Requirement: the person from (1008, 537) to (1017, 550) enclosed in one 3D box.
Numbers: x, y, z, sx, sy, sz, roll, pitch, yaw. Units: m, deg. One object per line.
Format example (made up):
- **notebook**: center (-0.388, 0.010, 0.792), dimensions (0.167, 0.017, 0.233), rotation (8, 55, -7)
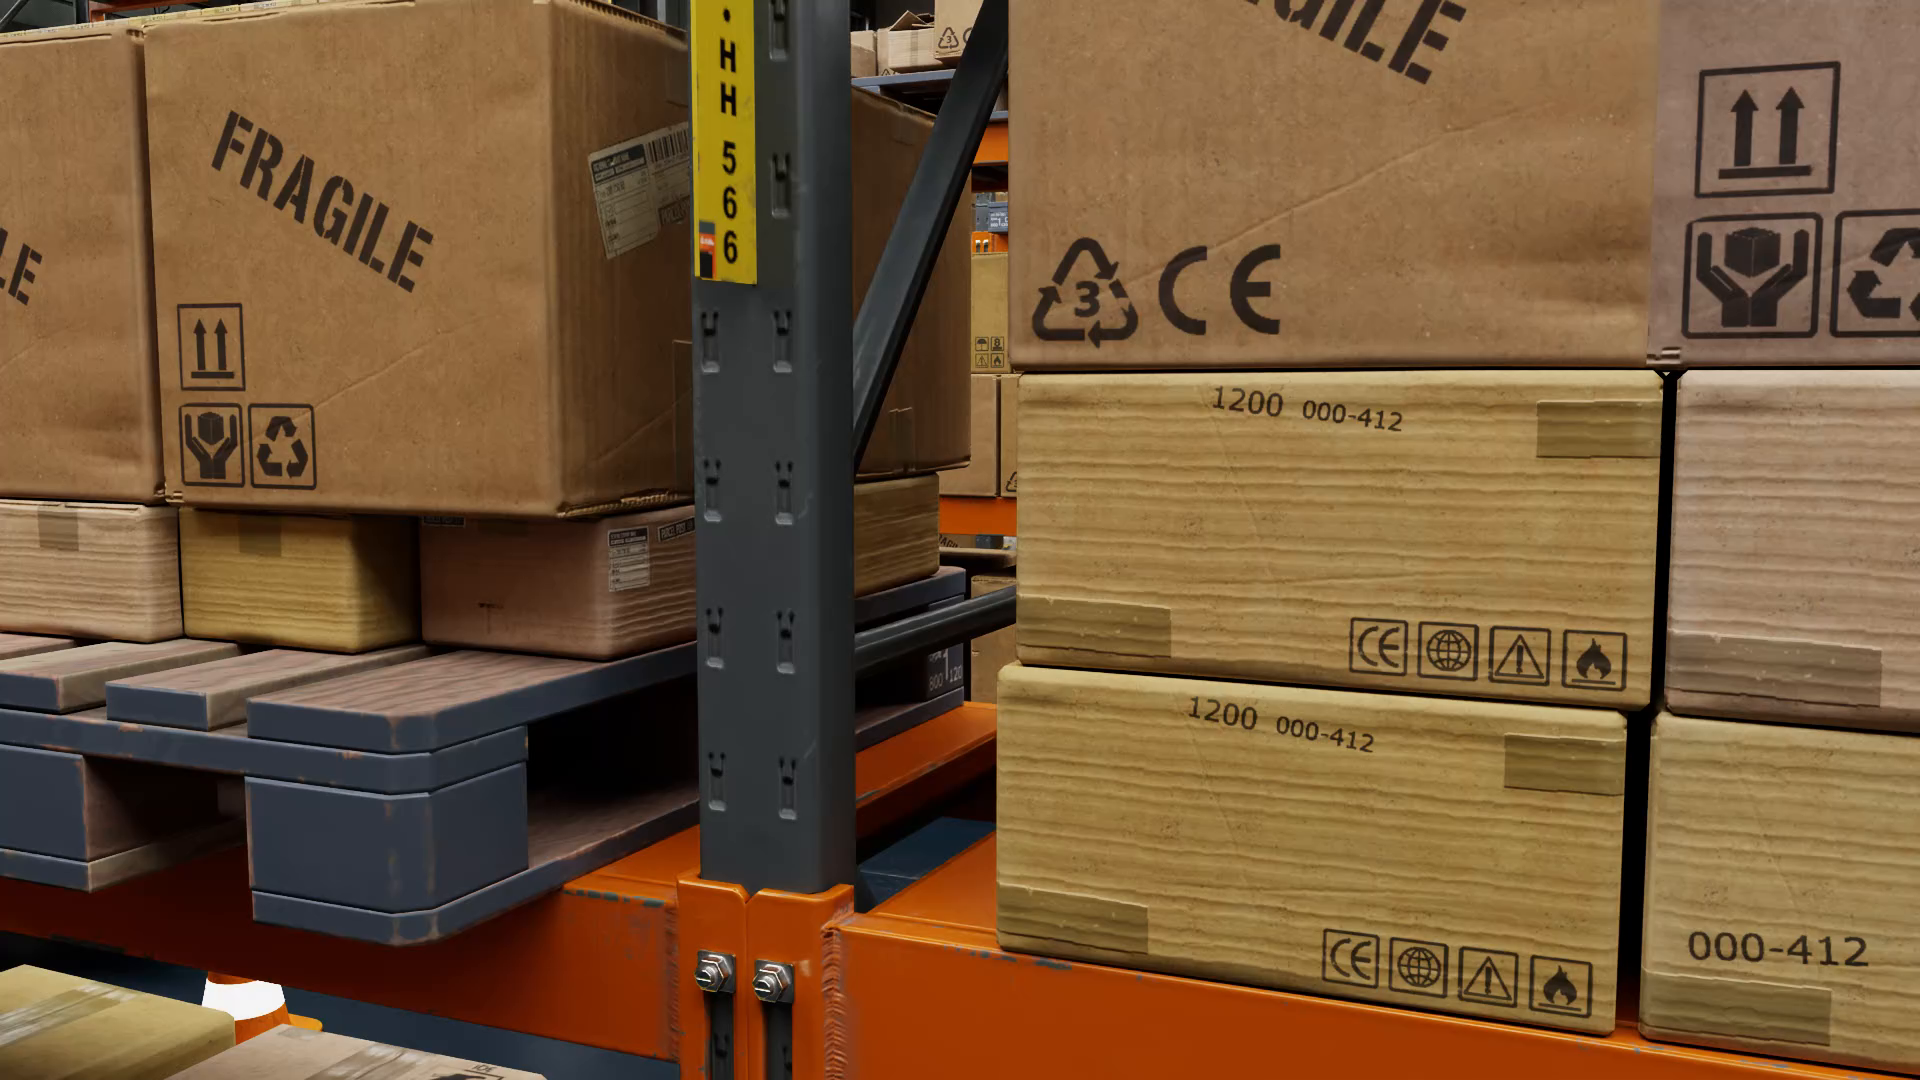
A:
- **person**: center (0.711, 0.227, 9.332), dimensions (0.887, 1.306, 0.408), rotation (2, 6, 22)
